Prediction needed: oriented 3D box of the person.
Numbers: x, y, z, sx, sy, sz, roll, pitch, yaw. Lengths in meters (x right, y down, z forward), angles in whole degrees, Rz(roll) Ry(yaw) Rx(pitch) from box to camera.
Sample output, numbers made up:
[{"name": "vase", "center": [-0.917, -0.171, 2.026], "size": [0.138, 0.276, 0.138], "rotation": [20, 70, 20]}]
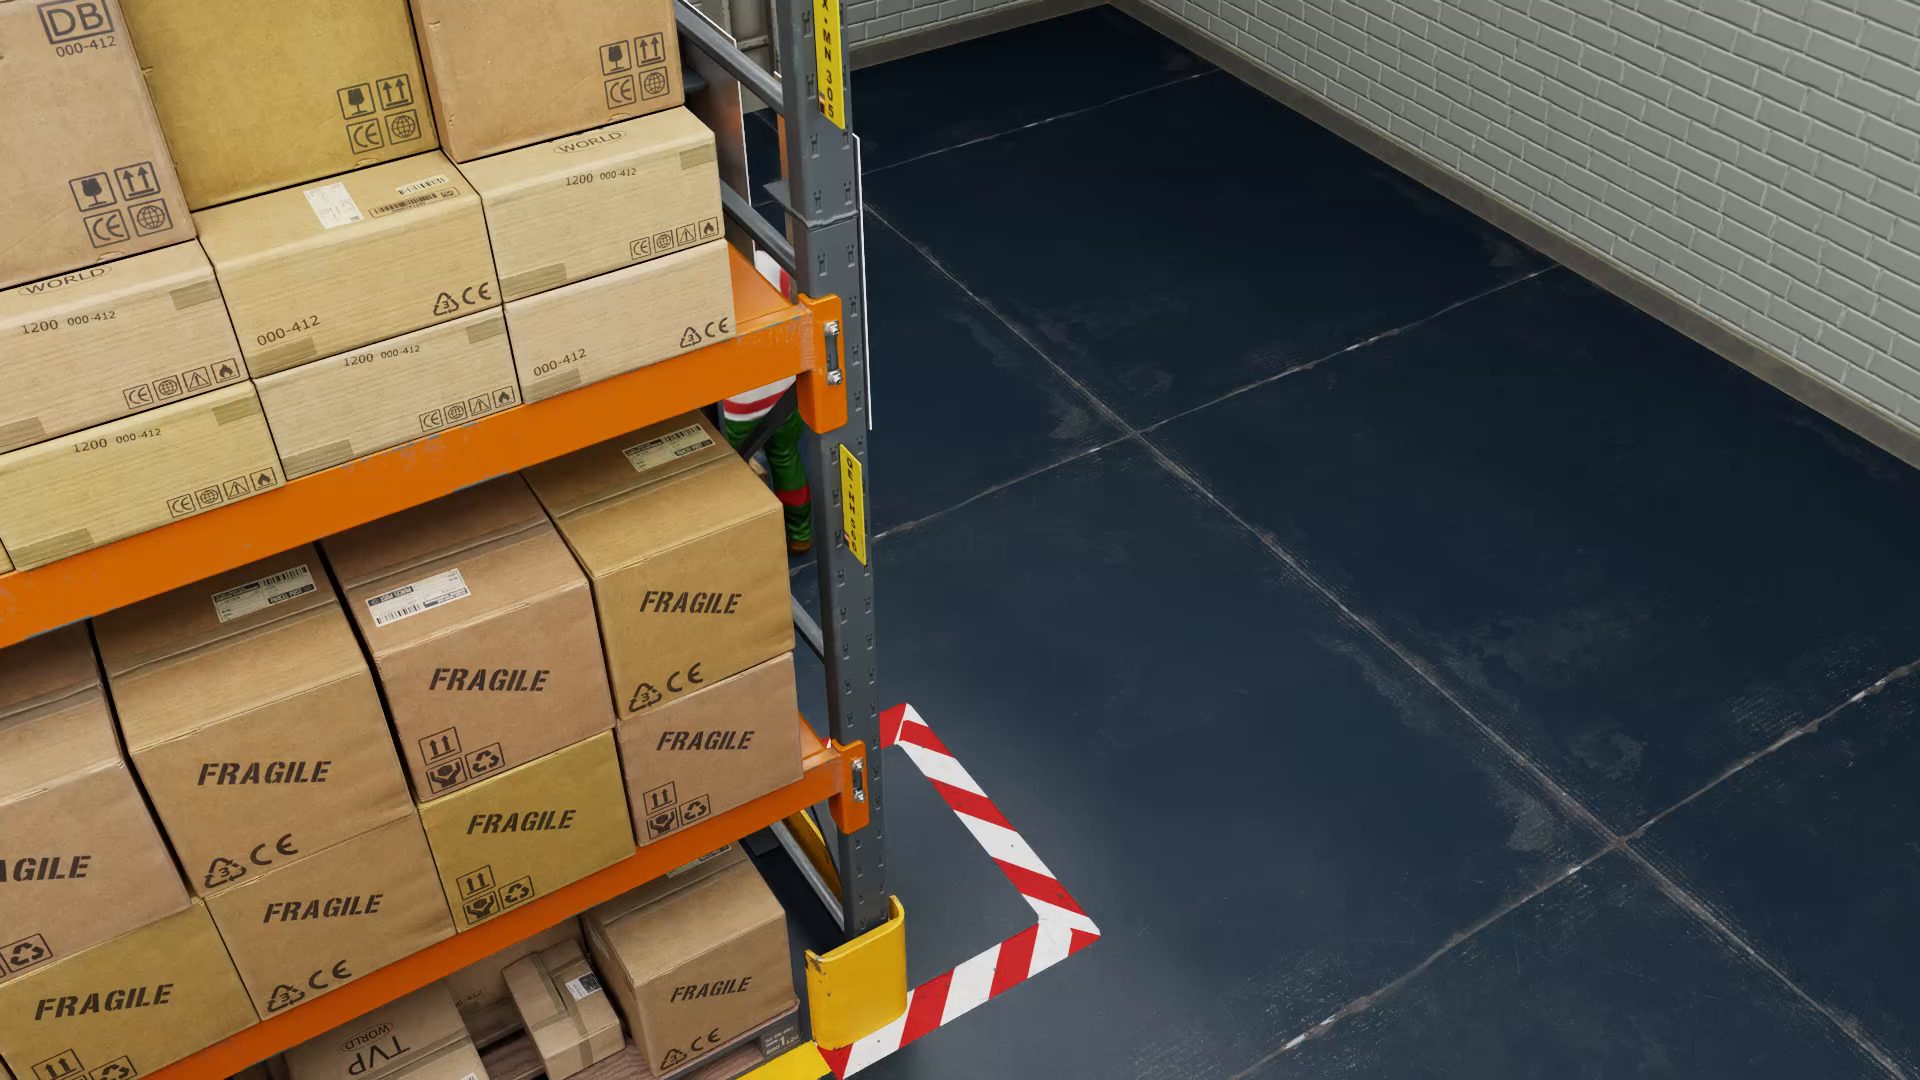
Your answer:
[{"name": "person", "center": [-0.881, -0.626, 6.879], "size": [0.574, 1.781, 0.438], "rotation": [-24, 46, -25]}]
